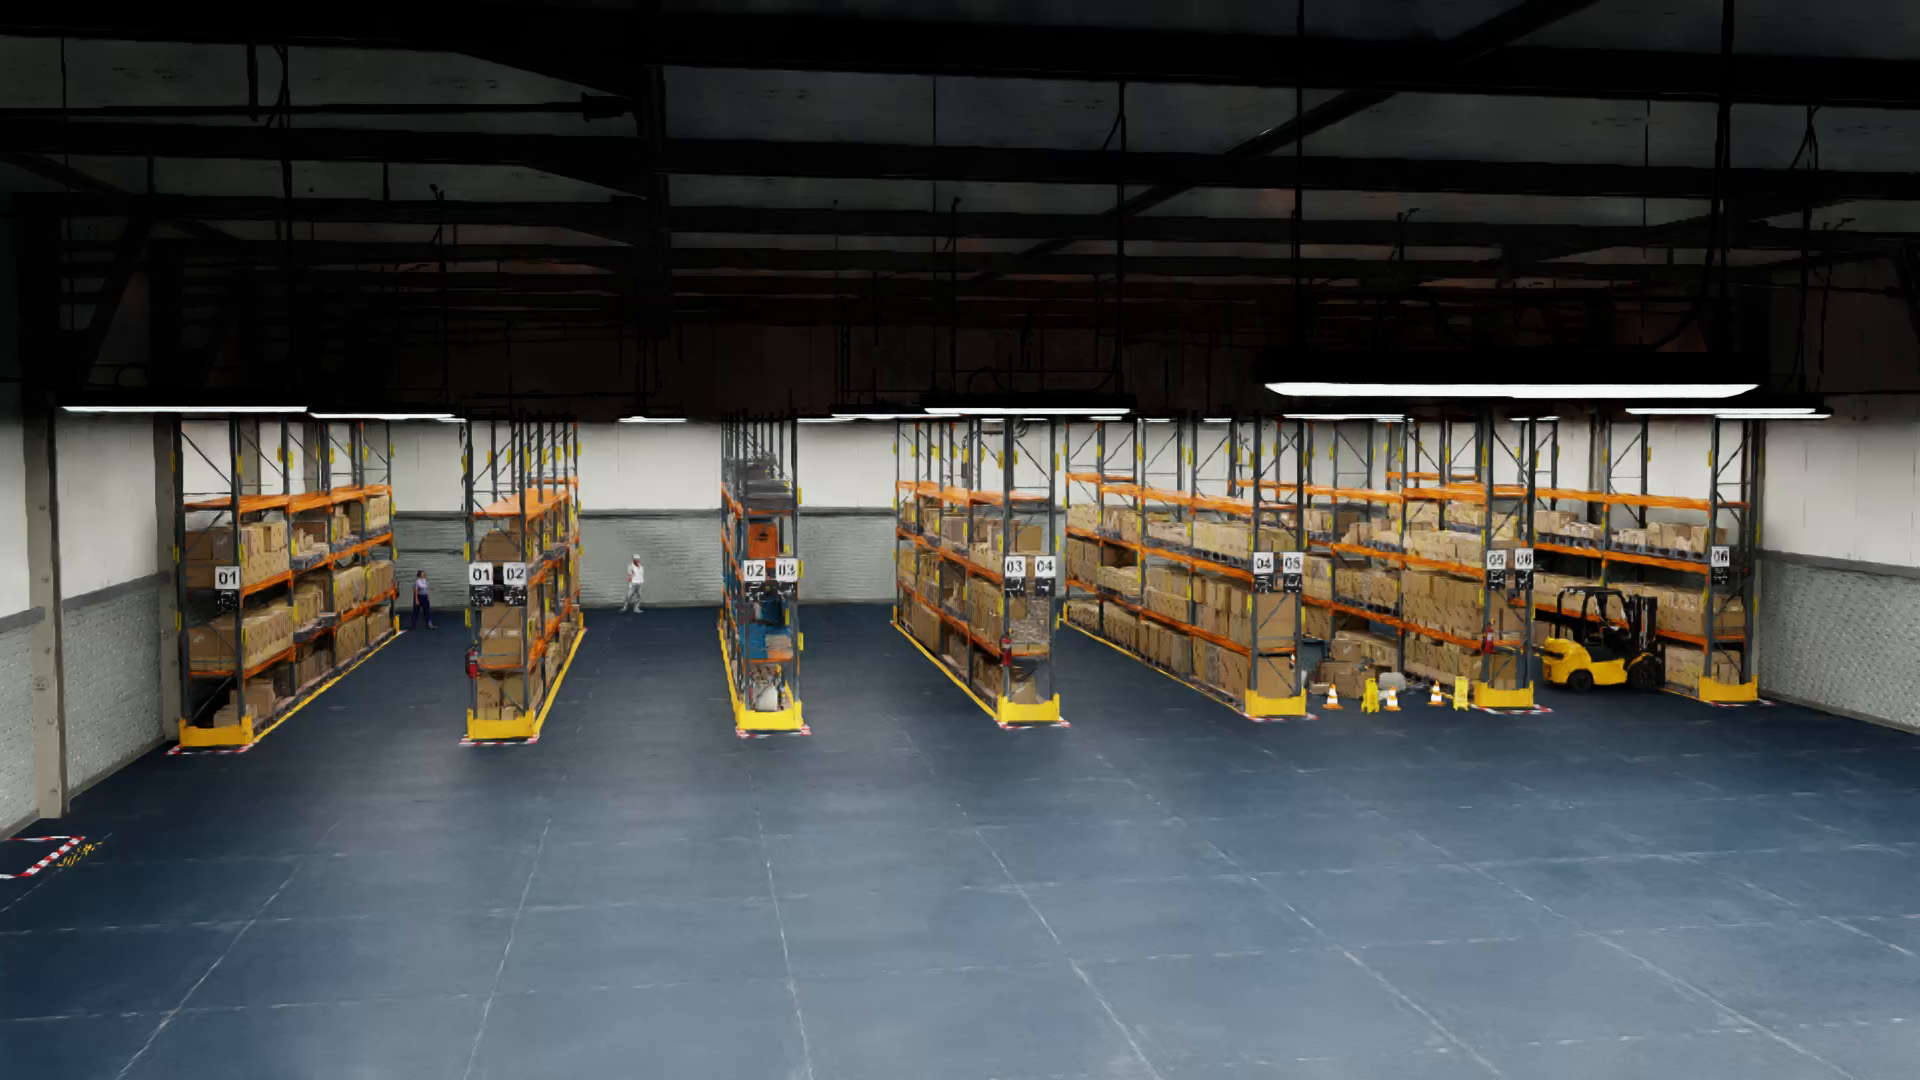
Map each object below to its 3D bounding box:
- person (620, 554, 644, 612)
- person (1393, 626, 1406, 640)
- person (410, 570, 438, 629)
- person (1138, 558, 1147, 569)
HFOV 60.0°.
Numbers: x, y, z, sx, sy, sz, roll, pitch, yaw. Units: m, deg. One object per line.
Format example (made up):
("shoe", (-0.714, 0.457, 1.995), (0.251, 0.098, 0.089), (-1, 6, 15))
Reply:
("person", (-9.975, 1.314, 50.570), (0.514, 1.774, 0.742), (3, 5, 38))
("person", (11.444, 1.884, 43.531), (0.522, 1.580, 0.512), (2, 4, 21))
("person", (-15.080, 1.655, 46.608), (0.529, 1.623, 0.721), (2, 4, 24))
("person", (5.586, 1.312, 51.123), (0.538, 1.715, 0.629), (-3, 5, -36))
